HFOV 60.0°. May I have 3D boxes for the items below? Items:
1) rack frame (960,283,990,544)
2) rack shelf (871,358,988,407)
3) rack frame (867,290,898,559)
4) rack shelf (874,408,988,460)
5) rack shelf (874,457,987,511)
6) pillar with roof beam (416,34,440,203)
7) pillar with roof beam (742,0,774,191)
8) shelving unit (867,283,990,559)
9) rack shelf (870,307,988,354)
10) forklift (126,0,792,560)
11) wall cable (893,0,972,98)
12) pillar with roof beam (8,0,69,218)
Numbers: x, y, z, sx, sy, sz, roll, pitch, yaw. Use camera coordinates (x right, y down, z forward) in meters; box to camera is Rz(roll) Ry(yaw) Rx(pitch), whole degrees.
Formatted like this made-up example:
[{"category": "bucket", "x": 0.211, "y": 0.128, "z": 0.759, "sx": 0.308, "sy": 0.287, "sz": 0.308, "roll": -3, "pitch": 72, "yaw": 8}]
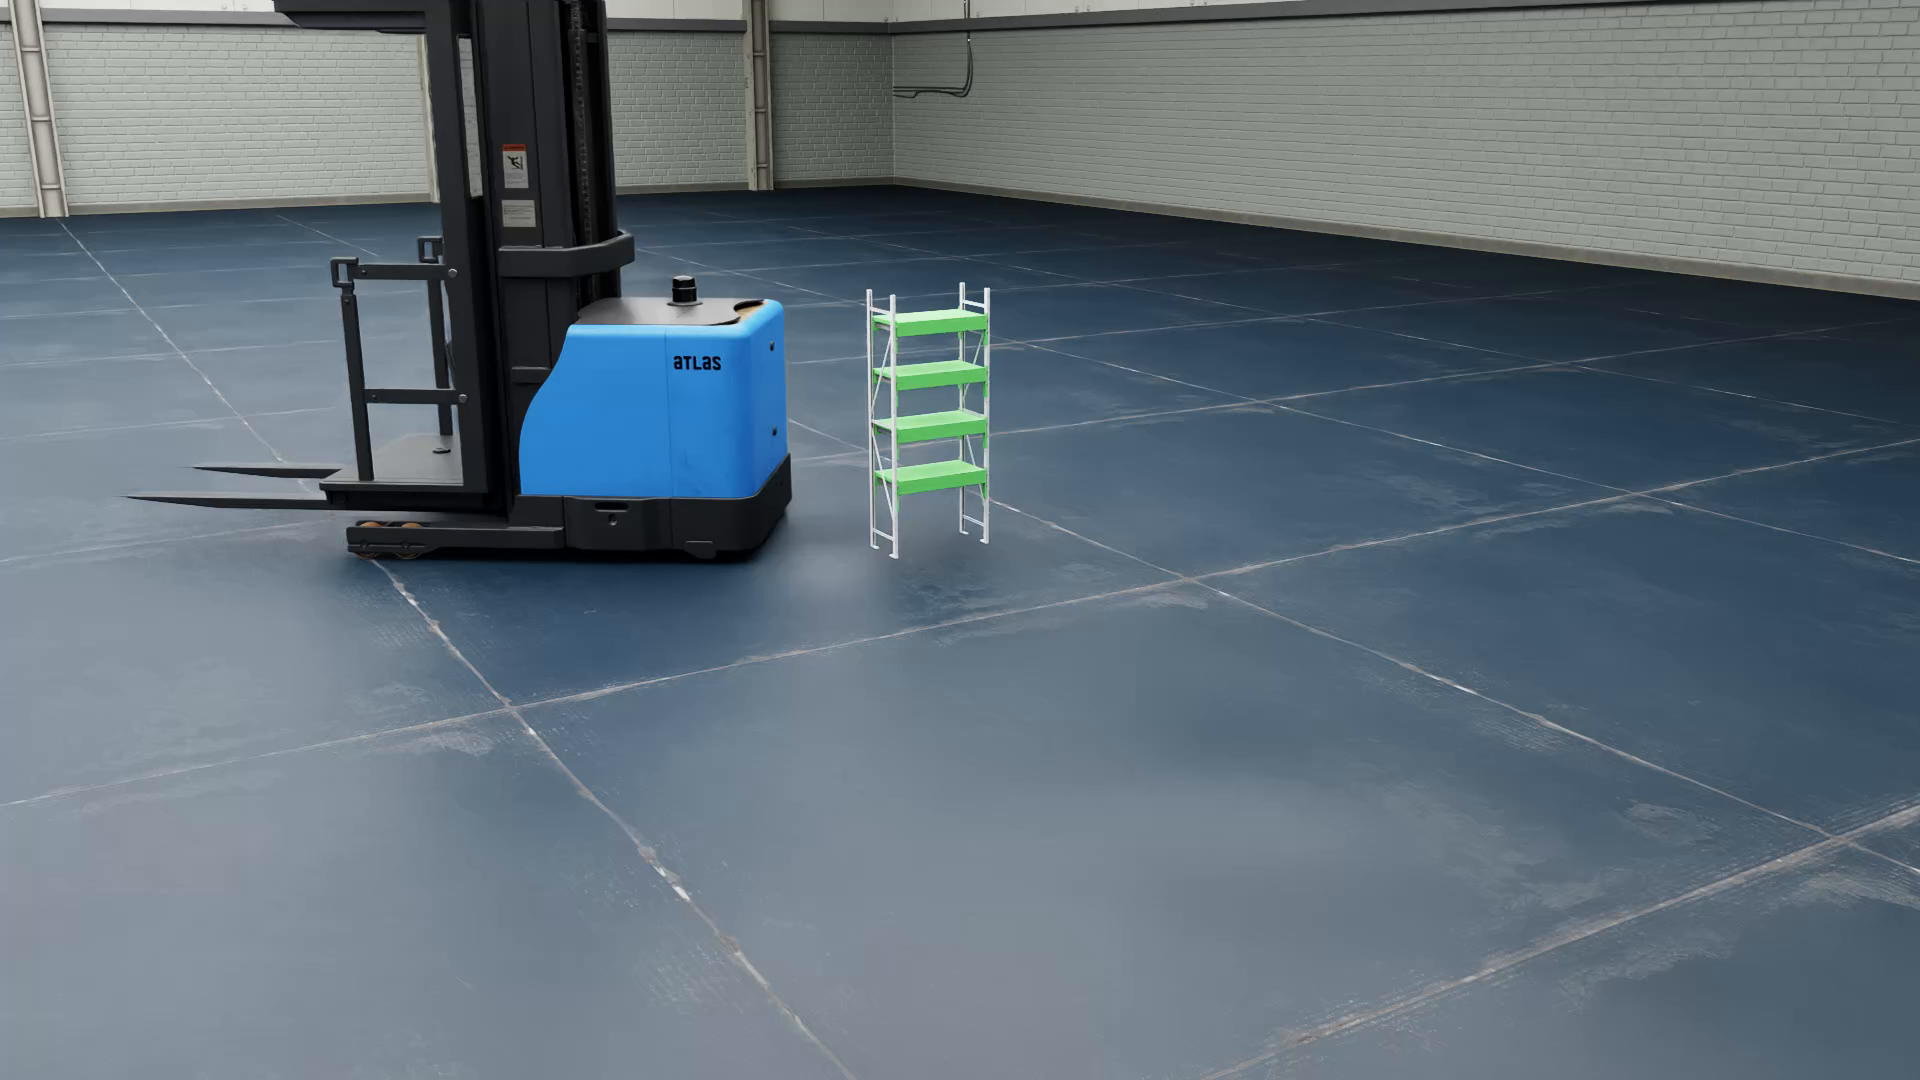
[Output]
[{"category": "rack frame", "x": 0.067, "y": -0.589, "z": 7.787, "sx": 0.015, "sy": 1.200, "sz": 0.240, "roll": -9, "pitch": 18, "yaw": -30}, {"category": "rack shelf", "x": -0.142, "y": -0.724, "z": 7.618, "sx": 0.480, "sy": 0.148, "sz": 0.258, "roll": -9, "pitch": 18, "yaw": -30}, {"category": "rack frame", "x": -0.351, "y": -0.521, "z": 7.545, "sx": 0.015, "sy": 1.200, "sz": 0.240, "roll": -9, "pitch": 18, "yaw": -30}, {"category": "rack shelf", "x": -0.142, "y": -0.493, "z": 7.683, "sx": 0.480, "sy": 0.148, "sz": 0.258, "roll": -9, "pitch": 18, "yaw": -30}, {"category": "rack shelf", "x": -0.142, "y": -0.262, "z": 7.748, "sx": 0.480, "sy": 0.148, "sz": 0.258, "roll": -9, "pitch": 18, "yaw": -30}, {"category": "pillar with roof beam", "x": -6.736, "y": -9.209, "z": 24.089, "sx": 0.400, "sy": 9.000, "sz": 9.100, "roll": -9, "pitch": 18, "yaw": -30}, {"category": "pillar with roof beam", "x": -1.593, "y": -10.043, "z": 27.065, "sx": 0.400, "sy": 9.000, "sz": 9.100, "roll": -9, "pitch": 18, "yaw": -30}, {"category": "shelving unit", "x": -0.142, "y": -0.555, "z": 7.666, "sx": 0.503, "sy": 1.200, "sz": 0.258, "roll": -9, "pitch": 18, "yaw": -30}, {"category": "rack shelf", "x": -0.142, "y": -0.955, "z": 7.553, "sx": 0.480, "sy": 0.148, "sz": 0.258, "roll": -9, "pitch": 18, "yaw": -30}, {"category": "forklift", "x": -2.390, "y": -1.462, "z": 7.695, "sx": 3.031, "sy": 2.935, "sz": 1.130, "roll": 1, "pitch": 16, "yaw": 4}, {"category": "wall cable", "x": -0.603, "y": -9.647, "z": 31.406, "sx": 0.112, "sy": 2.526, "sz": 3.097, "roll": -9, "pitch": 18, "yaw": -30}, {"category": "pillar with roof beam", "x": -11.879, "y": -8.375, "z": 21.114, "sx": 0.400, "sy": 9.000, "sz": 9.100, "roll": -9, "pitch": 18, "yaw": -30}]
